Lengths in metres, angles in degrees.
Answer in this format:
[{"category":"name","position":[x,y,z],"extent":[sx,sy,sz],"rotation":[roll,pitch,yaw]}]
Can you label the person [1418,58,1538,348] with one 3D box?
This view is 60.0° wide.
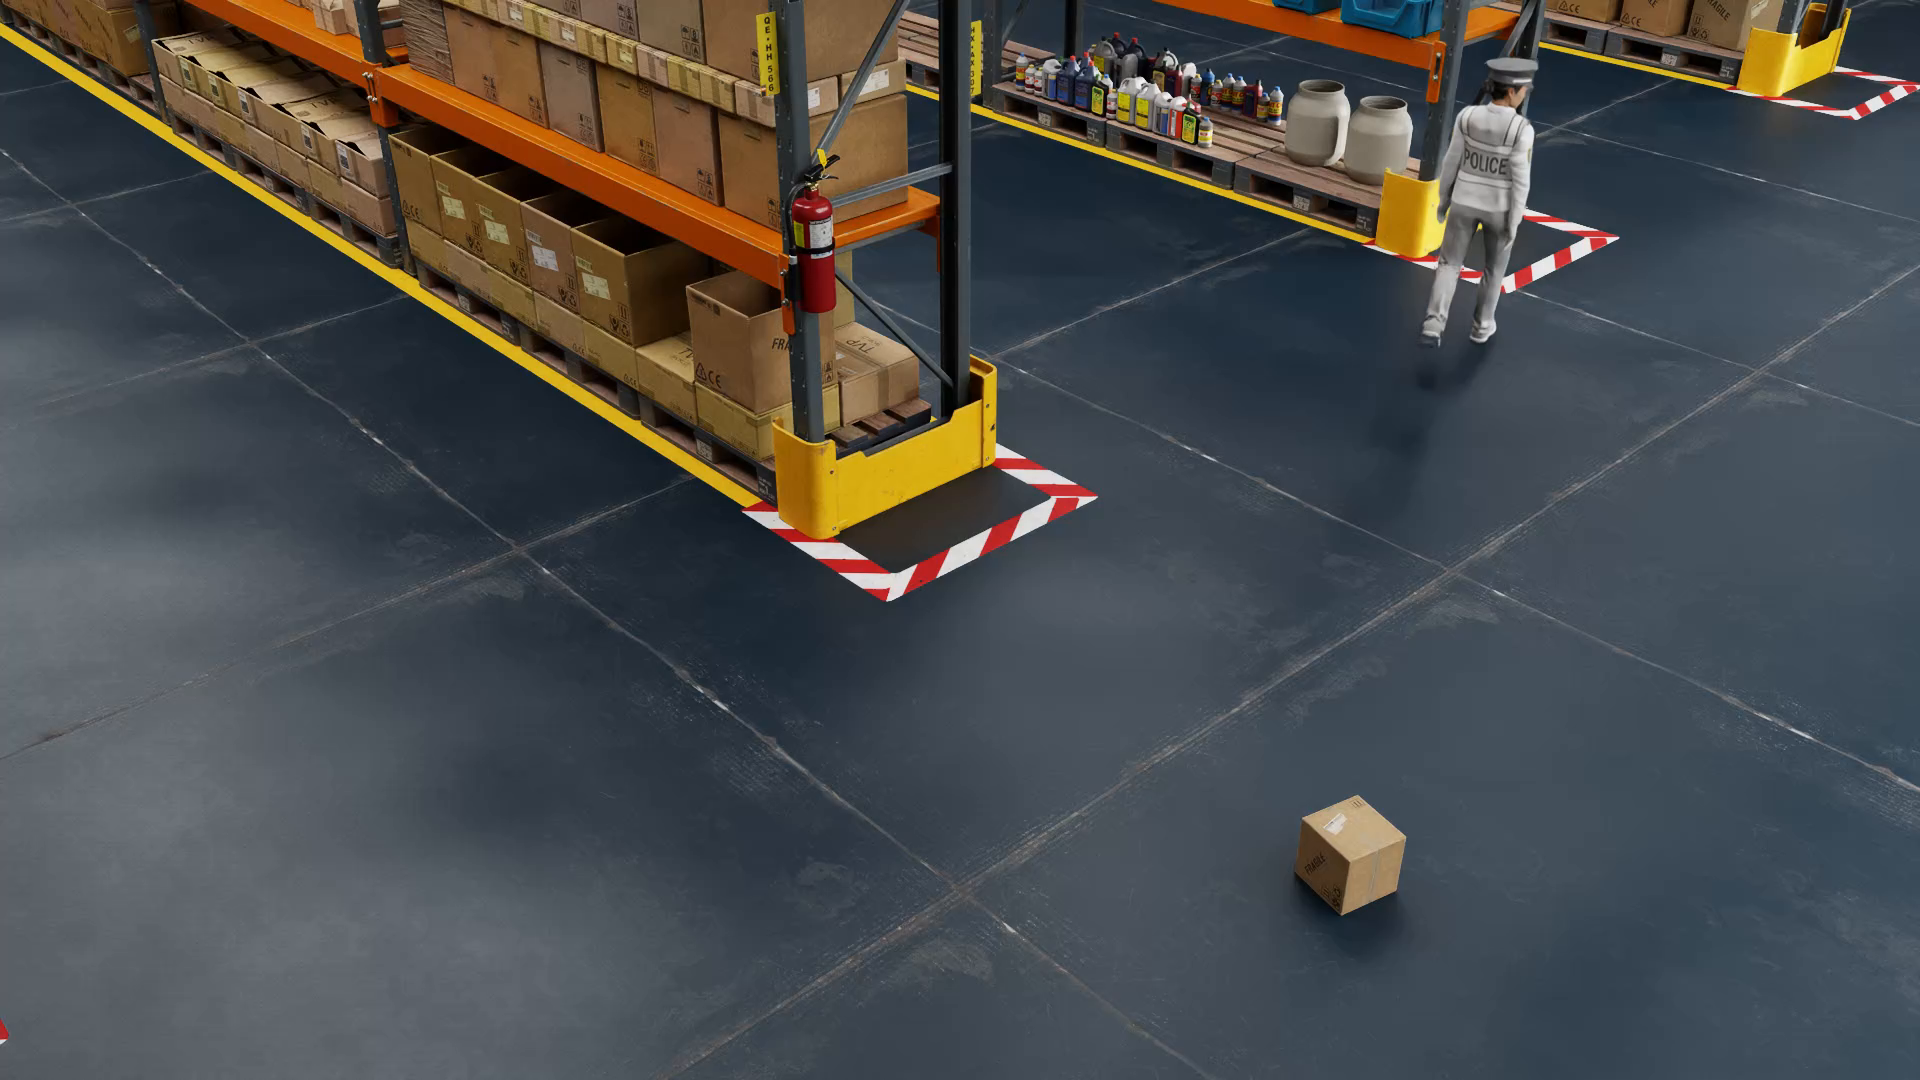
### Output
[{"category":"person","position":[2.805,-1.783,8.975],"extent":[0.506,1.637,0.811],"rotation":[18,36,26]}]
